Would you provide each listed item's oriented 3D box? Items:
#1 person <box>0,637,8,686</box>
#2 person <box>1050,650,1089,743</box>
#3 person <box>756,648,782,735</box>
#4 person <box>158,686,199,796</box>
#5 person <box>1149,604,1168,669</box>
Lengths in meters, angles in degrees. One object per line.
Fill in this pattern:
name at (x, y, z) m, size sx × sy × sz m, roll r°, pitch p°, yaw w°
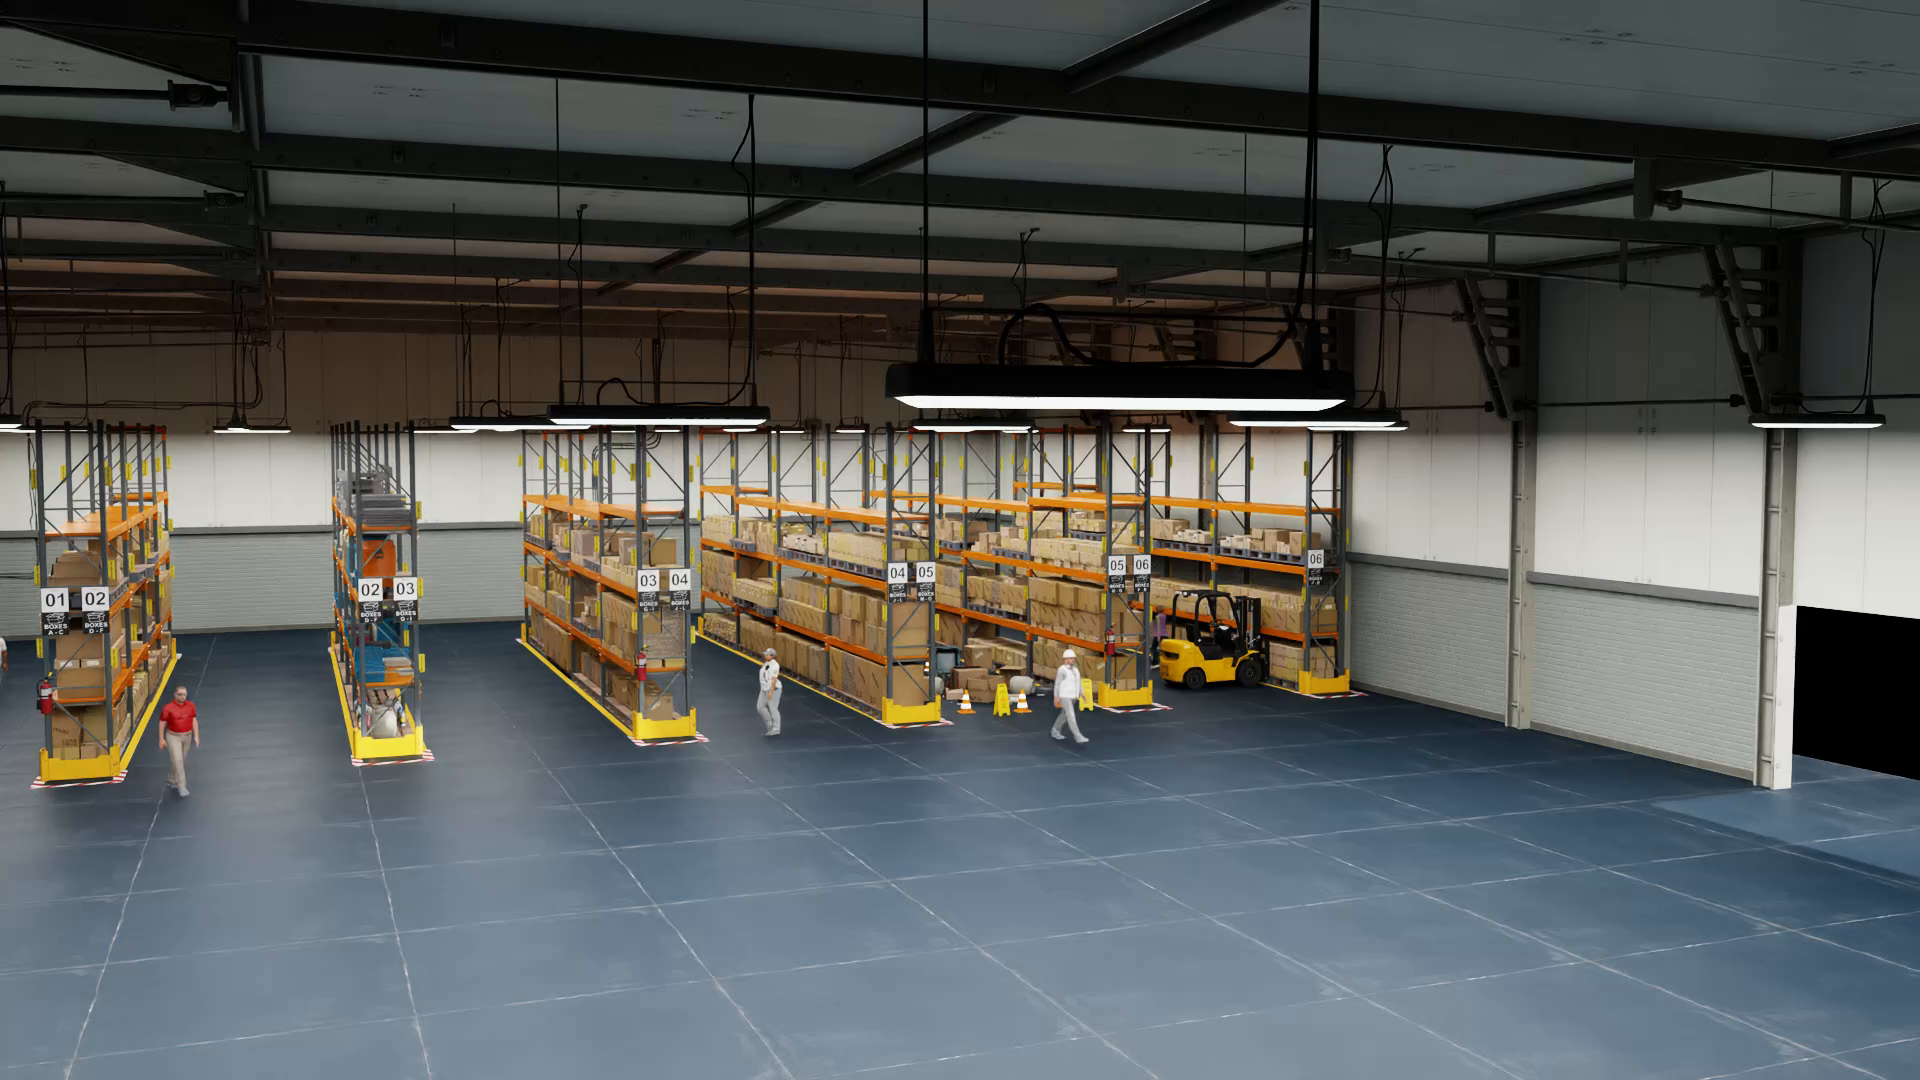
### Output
person at (-20.689, 2.650, 35.506) m, size 0.594 × 1.712 × 1.041 m, roll -3°, pitch 5°, yaw -39°
person at (2.083, 2.901, 30.956) m, size 1.053 × 1.715 × 0.572 m, roll 3°, pitch 5°, yaw 38°
person at (-3.624, 2.931, 31.824) m, size 0.421 × 1.735 × 0.530 m, roll -2°, pitch 4°, yaw -33°
person at (-12.510, 3.186, 26.693) m, size 0.945 × 1.679 × 0.571 m, roll 2°, pitch 4°, yaw 29°
person at (4.944, 2.393, 40.833) m, size 0.425 × 1.618 × 0.620 m, roll -3°, pitch 4°, yaw -36°
